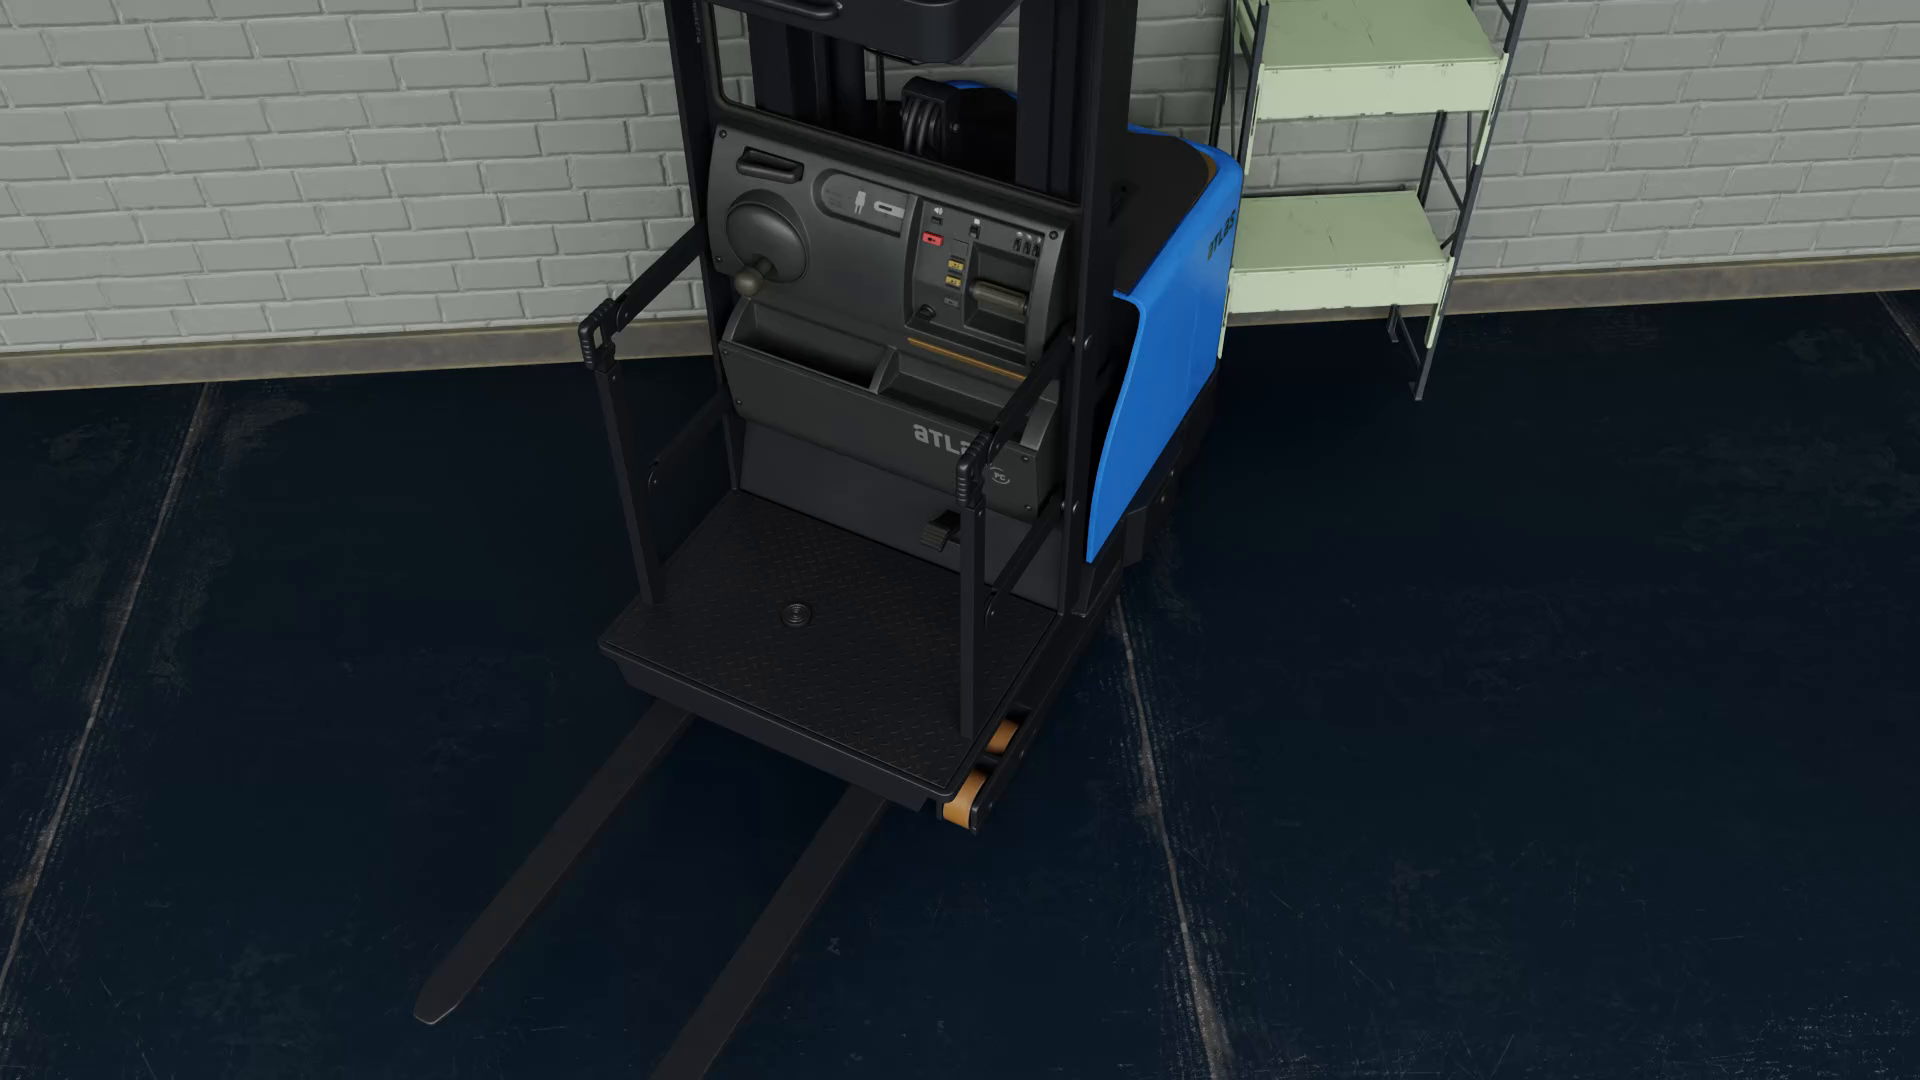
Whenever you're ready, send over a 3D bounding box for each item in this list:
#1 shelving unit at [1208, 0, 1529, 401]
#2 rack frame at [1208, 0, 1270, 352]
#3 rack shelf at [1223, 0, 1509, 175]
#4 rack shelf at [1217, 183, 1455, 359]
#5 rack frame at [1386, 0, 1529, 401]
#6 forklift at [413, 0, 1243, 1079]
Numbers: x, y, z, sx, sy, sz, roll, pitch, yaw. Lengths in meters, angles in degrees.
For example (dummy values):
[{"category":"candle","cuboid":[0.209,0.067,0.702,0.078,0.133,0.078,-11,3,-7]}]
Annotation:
[{"category":"shelving unit","cuboid":[1.191,-1.118,5.275,0.755,1.500,0.431,-3,47,-3]},{"category":"rack frame","cuboid":[0.826,-1.097,5.256,0.023,1.500,0.400,-3,47,-3]},{"category":"rack shelf","cuboid":[1.191,-1.386,4.992,0.720,0.370,0.431,-3,47,-3]},{"category":"rack shelf","cuboid":[1.191,-0.893,5.512,0.720,0.370,0.431,-3,47,-3]},{"category":"rack frame","cuboid":[1.556,-1.138,5.295,0.023,1.500,0.400,-3,47,-3]},{"category":"forklift","cuboid":[-0.288,-0.606,3.806,1.130,2.935,3.031,21,50,19]}]
